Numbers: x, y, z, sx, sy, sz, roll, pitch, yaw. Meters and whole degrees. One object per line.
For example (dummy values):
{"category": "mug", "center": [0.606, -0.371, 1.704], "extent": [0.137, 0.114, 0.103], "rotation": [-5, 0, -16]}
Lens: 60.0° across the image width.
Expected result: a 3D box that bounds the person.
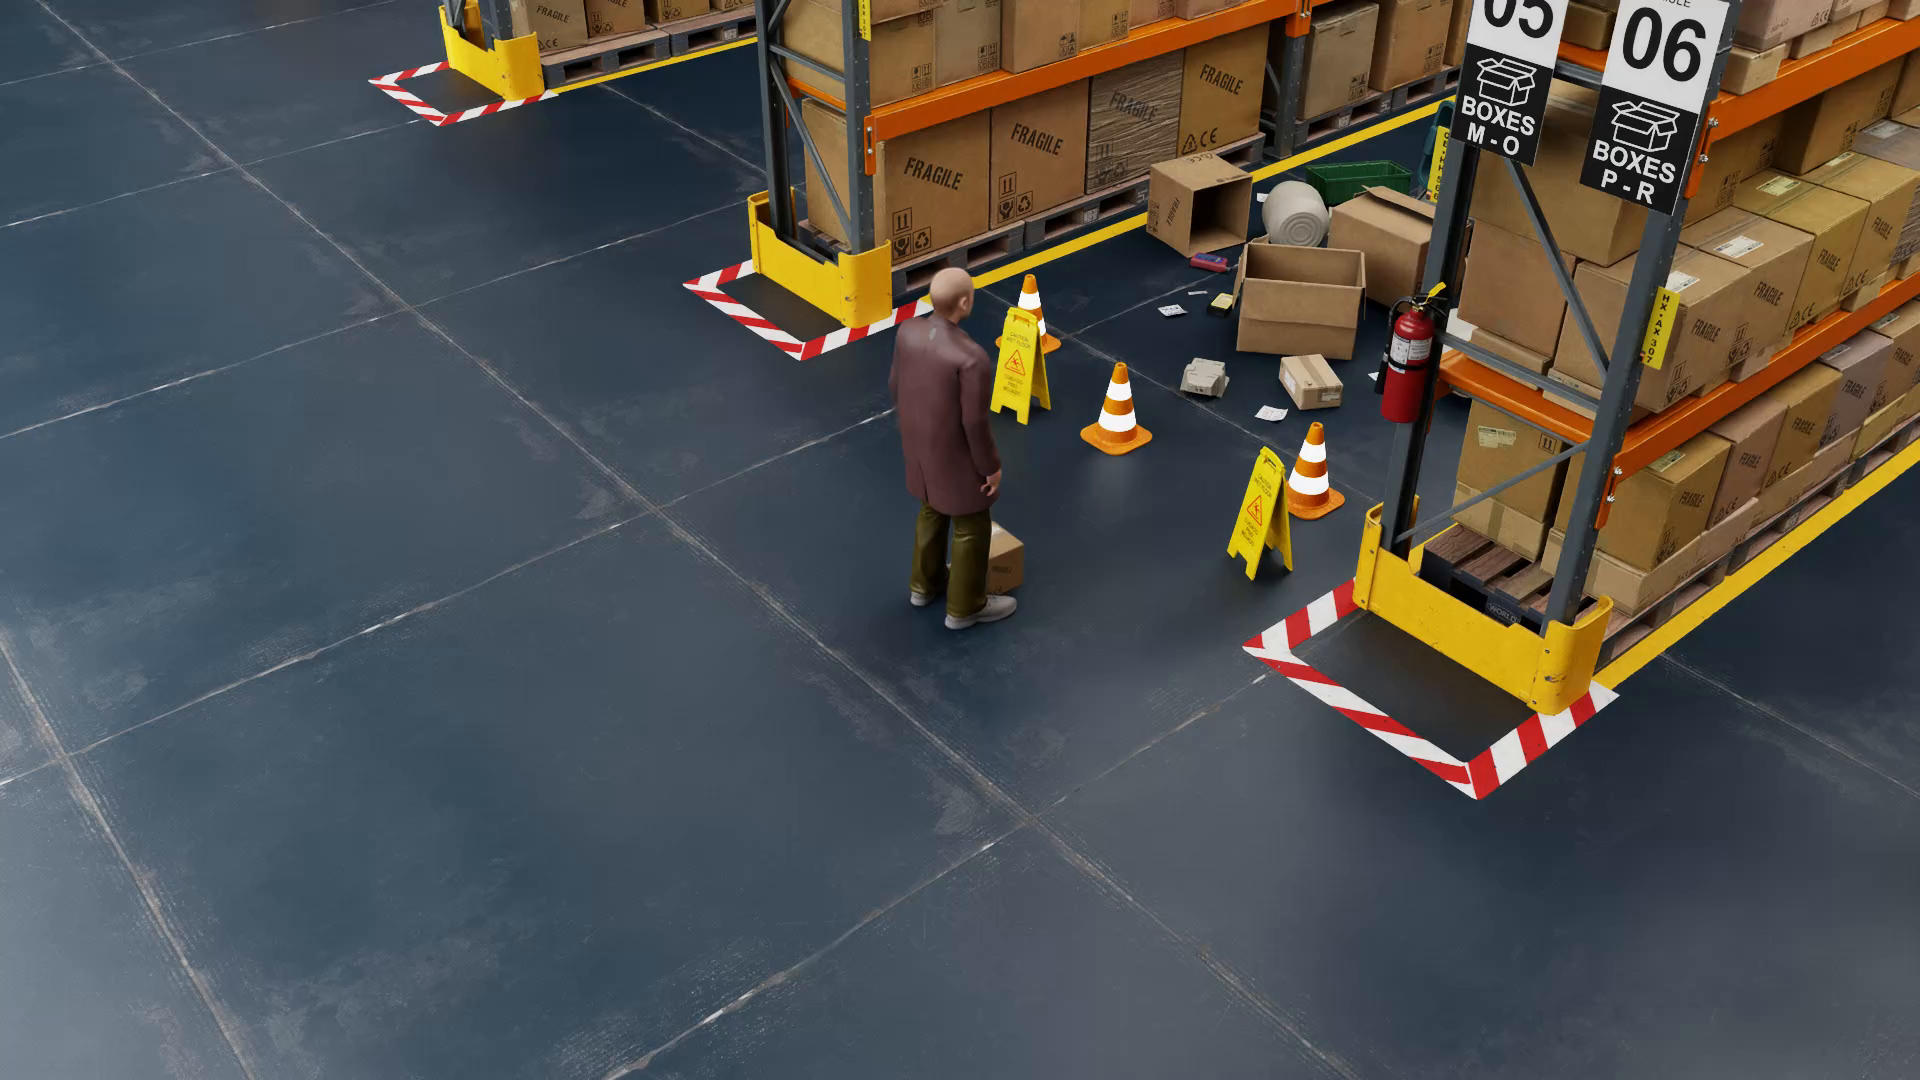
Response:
{"category": "person", "center": [-0.054, -0.421, 7.687], "extent": [0.429, 1.772, 0.644], "rotation": [-29, 44, -34]}
